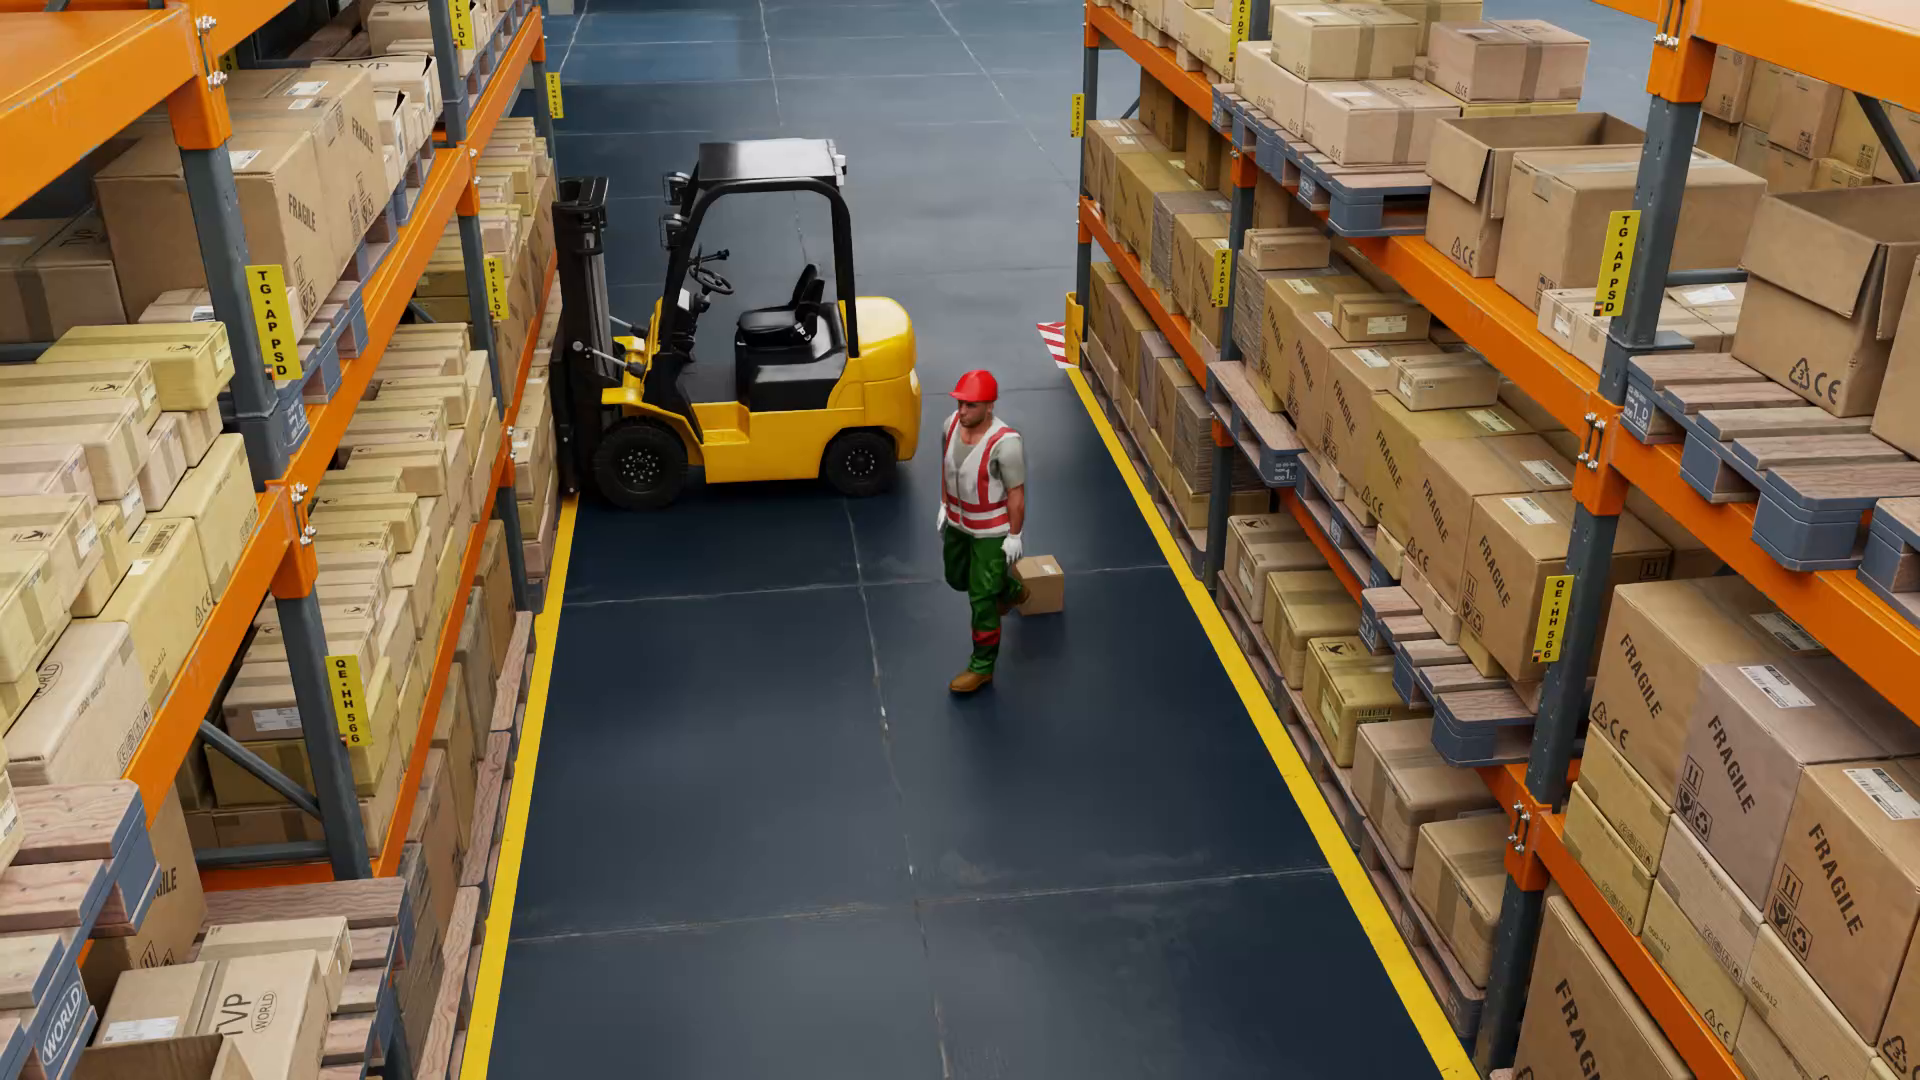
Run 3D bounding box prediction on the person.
[{"bbox_3d":[0.166,-0.111,8.779,0.776,1.783,0.582,-23,35,-37],"label":"person"}]
